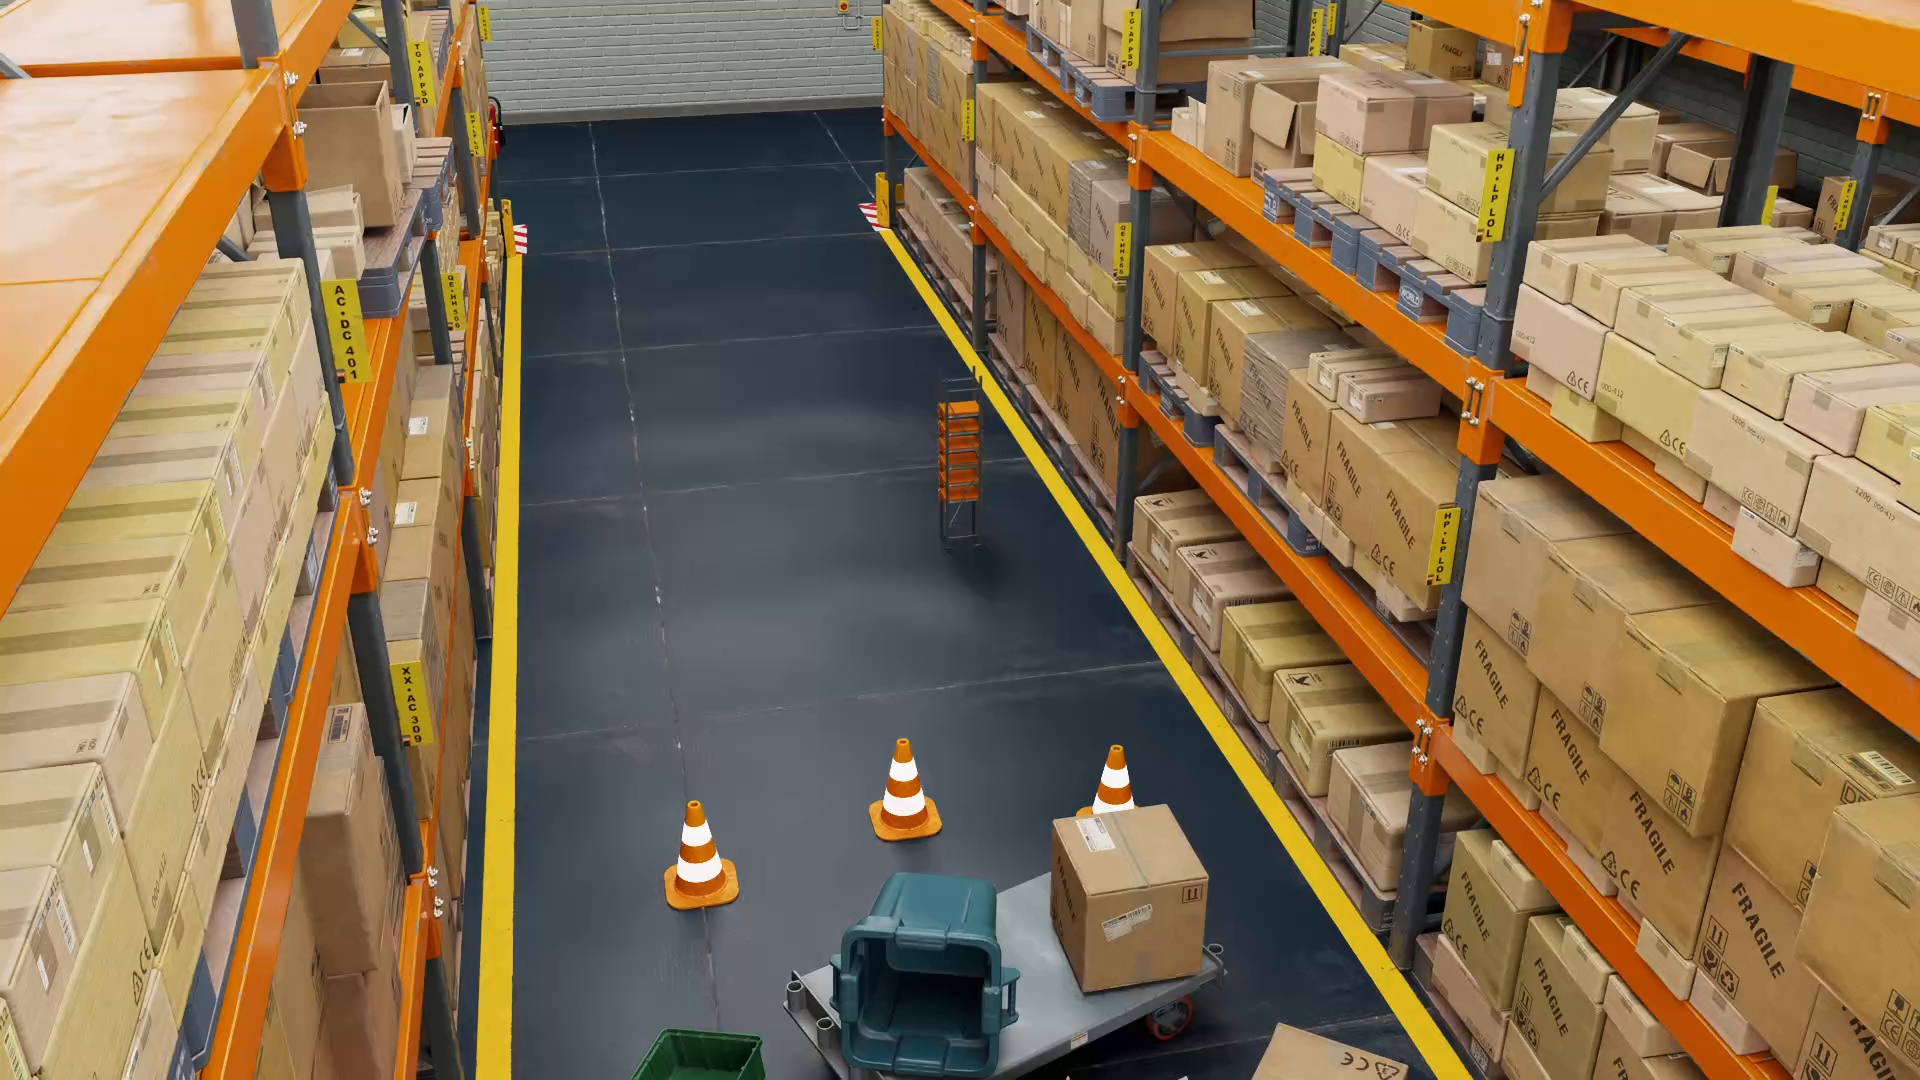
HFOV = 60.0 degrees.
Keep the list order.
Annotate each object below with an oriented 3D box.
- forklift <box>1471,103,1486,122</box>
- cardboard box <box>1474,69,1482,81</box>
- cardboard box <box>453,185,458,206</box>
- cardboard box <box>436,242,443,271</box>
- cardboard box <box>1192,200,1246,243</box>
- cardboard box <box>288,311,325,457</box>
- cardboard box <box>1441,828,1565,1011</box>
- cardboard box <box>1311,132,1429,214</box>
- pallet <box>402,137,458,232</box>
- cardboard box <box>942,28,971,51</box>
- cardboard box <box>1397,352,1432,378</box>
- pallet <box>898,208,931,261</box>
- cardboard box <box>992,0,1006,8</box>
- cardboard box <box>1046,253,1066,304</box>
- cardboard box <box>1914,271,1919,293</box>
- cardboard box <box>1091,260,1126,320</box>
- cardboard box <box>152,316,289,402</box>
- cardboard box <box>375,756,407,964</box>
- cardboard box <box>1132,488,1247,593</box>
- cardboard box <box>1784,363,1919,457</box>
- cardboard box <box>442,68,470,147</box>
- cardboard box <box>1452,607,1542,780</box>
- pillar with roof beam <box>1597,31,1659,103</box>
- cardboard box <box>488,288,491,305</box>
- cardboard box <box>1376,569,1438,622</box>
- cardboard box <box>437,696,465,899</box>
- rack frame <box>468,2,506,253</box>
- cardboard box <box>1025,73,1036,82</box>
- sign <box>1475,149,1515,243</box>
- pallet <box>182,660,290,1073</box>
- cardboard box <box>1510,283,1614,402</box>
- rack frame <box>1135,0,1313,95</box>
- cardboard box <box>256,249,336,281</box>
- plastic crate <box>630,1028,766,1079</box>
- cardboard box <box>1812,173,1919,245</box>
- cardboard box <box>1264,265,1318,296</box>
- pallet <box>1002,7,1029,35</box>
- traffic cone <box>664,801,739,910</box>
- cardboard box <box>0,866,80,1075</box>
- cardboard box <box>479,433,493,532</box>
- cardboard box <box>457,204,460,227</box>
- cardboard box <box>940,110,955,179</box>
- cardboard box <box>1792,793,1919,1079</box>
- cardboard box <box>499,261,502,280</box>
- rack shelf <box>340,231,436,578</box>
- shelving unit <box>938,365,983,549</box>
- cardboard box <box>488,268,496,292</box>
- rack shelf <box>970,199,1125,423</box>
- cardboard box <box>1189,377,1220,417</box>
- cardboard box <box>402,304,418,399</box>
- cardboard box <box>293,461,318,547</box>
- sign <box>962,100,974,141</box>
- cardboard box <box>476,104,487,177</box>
[{"bbox_3d":[3.568,-1.076,9.975,1.130,2.935,3.031,-7,28,-13],"label":"forklift"},{"bbox_3d":[5.241,-4.504,16.527,0.500,0.250,0.500,-6,27,-12],"label":"cardboard box"},{"bbox_3d":[-3.913,-2.532,12.266,0.380,0.149,0.250,-5,27,-10],"label":"cardboard box"},{"bbox_3d":[-3.445,-1.746,10.380,0.380,0.149,0.250,-5,27,-9],"label":"cardboard box"},{"bbox_3d":[1.634,-2.001,10.512,0.500,0.500,0.500,-7,28,-13],"label":"cardboard box"},{"bbox_3d":[-2.031,-0.413,4.516,0.500,0.250,0.500,-6,27,-12],"label":"cardboard box"},{"bbox_3d":[2.278,1.479,6.591,0.500,0.500,0.500,-5,27,-9],"label":"cardboard box"},{"bbox_3d":[1.912,-1.661,7.430,0.500,0.250,0.500,-6,27,-11],"label":"cardboard box"},{"bbox_3d":[-3.097,-1.700,8.015,1.213,0.211,1.003,-5,27,-9],"label":"pallet"},{"bbox_3d":[0.059,-4.361,14.468,0.380,0.149,0.250,-6,27,-12],"label":"cardboard box"},{"bbox_3d":[2.301,-0.876,7.877,0.380,0.149,0.250,-4,27,-9],"label":"cardboard box"},{"bbox_3d":[-0.040,-3.193,17.189,1.003,0.211,1.213,-6,27,-12],"label":"pallet"},{"bbox_3d":[0.521,-4.180,12.143,0.500,0.500,0.500,-6,27,-13],"label":"cardboard box"},{"bbox_3d":[0.911,-1.843,11.586,0.500,0.250,0.500,-6,27,-12],"label":"cardboard box"},{"bbox_3d":[6.315,-1.491,10.334,0.500,0.250,0.500,-5,27,-10],"label":"cardboard box"},{"bbox_3d":[1.150,-1.612,10.573,0.500,0.250,0.500,-6,27,-12],"label":"cardboard box"},{"bbox_3d":[-1.886,-0.432,4.111,0.380,0.149,0.250,-6,27,-12],"label":"cardboard box"},{"bbox_3d":[-2.297,1.128,5.367,0.875,0.550,0.550,-6,27,-12],"label":"cardboard box"},{"bbox_3d":[1.624,-0.034,10.286,0.950,0.372,0.625,-8,28,-15],"label":"cardboard box"},{"bbox_3d":[2.508,-0.358,4.543,0.380,0.149,0.250,-6,27,-12],"label":"cardboard box"},{"bbox_3d":[-4.059,-3.325,12.804,0.500,0.500,0.500,-5,27,-10],"label":"cardboard box"},{"bbox_3d":[2.236,0.531,6.275,0.500,0.500,0.500,-6,27,-12],"label":"cardboard box"},{"bbox_3d":[1.967,-6.169,13.332,9.100,9.000,0.400,-6,27,-12],"label":"pillar with roof beam"},{"bbox_3d":[-4.075,-1.958,13.684,0.380,0.149,0.250,-5,27,-9],"label":"cardboard box"},{"bbox_3d":[2.023,0.214,7.157,0.380,0.149,0.250,-6,27,-11],"label":"cardboard box"},{"bbox_3d":[-2.833,1.164,7.493,1.050,0.750,0.750,-6,27,-12],"label":"cardboard box"},{"bbox_3d":[-5.096,-4.234,16.156,1.000,3.000,0.127,-6,27,-12],"label":"rack frame"},{"bbox_3d":[0.734,-3.750,13.976,0.500,0.500,0.500,-6,27,-11],"label":"cardboard box"},{"bbox_3d":[1.868,-1.201,5.807,0.100,0.325,0.005,-6,27,-12],"label":"sign"},{"bbox_3d":[-1.946,0.629,3.290,1.003,0.211,1.213,-6,27,-12],"label":"pallet"},{"bbox_3d":[2.240,-0.697,5.656,0.500,0.250,0.500,-7,28,-13],"label":"cardboard box"},{"bbox_3d":[1.507,-3.947,8.930,1.000,3.000,0.127,-6,27,-12],"label":"rack frame"},{"bbox_3d":[-2.384,-0.906,5.935,0.250,0.149,0.380,-6,27,-12],"label":"cardboard box"},{"bbox_3d":[-1.076,2.207,6.452,0.450,0.188,0.662,-2,25,20],"label":"plastic crate"},{"bbox_3d":[6.378,-2.249,11.646,0.500,0.500,0.500,-5,27,-9],"label":"cardboard box"},{"bbox_3d":[2.007,-1.237,9.311,0.500,0.500,0.500,-6,27,-12],"label":"cardboard box"},{"bbox_3d":[0.860,-3.881,12.341,0.805,0.209,1.217,-7,28,-14],"label":"pallet"},{"bbox_3d":[-1.223,1.424,7.761,0.336,0.463,0.334,-6,27,-12],"label":"traffic cone"},{"bbox_3d":[-1.369,0.574,2.119,0.380,0.149,0.250,-6,27,-12],"label":"cardboard box"},{"bbox_3d":[-3.321,-0.350,10.770,0.500,0.500,0.500,-6,27,-11],"label":"cardboard box"},{"bbox_3d":[-3.912,-2.399,12.334,0.380,0.149,0.250,-7,28,-13],"label":"cardboard box"},{"bbox_3d":[0.130,-3.473,14.537,0.500,0.500,0.500,-7,28,-13],"label":"cardboard box"},{"bbox_3d":[2.660,0.981,4.274,0.700,0.500,0.500,-6,27,-12],"label":"cardboard box"},{"bbox_3d":[-4.455,-2.499,15.416,0.380,0.149,0.250,-7,28,-14],"label":"cardboard box"},{"bbox_3d":[-2.843,-0.862,6.945,1.077,0.370,4.000,-6,27,-12],"label":"rack shelf"},{"bbox_3d":[0.003,-0.529,10.814,0.258,1.200,0.189,-6,27,-12],"label":"shelving unit"},{"bbox_3d":[-4.291,-2.282,14.656,0.380,0.149,0.250,-6,27,-12],"label":"cardboard box"},{"bbox_3d":[1.056,-1.826,12.184,1.077,0.370,4.000,-6,27,-12],"label":"rack shelf"},{"bbox_3d":[1.488,-0.808,9.180,0.380,0.149,0.250,-6,27,-11],"label":"cardboard box"},{"bbox_3d":[-3.202,-1.015,8.558,0.700,0.500,0.500,-6,27,-12],"label":"cardboard box"},{"bbox_3d":[-1.882,-0.074,4.286,0.380,0.149,0.250,-6,27,-11],"label":"cardboard box"},{"bbox_3d":[0.065,-3.390,13.435,0.100,0.325,0.005,-6,27,-12],"label":"sign"},{"bbox_3d":[-4.258,-3.340,13.943,0.500,0.500,0.500,-7,28,-13],"label":"cardboard box"}]
